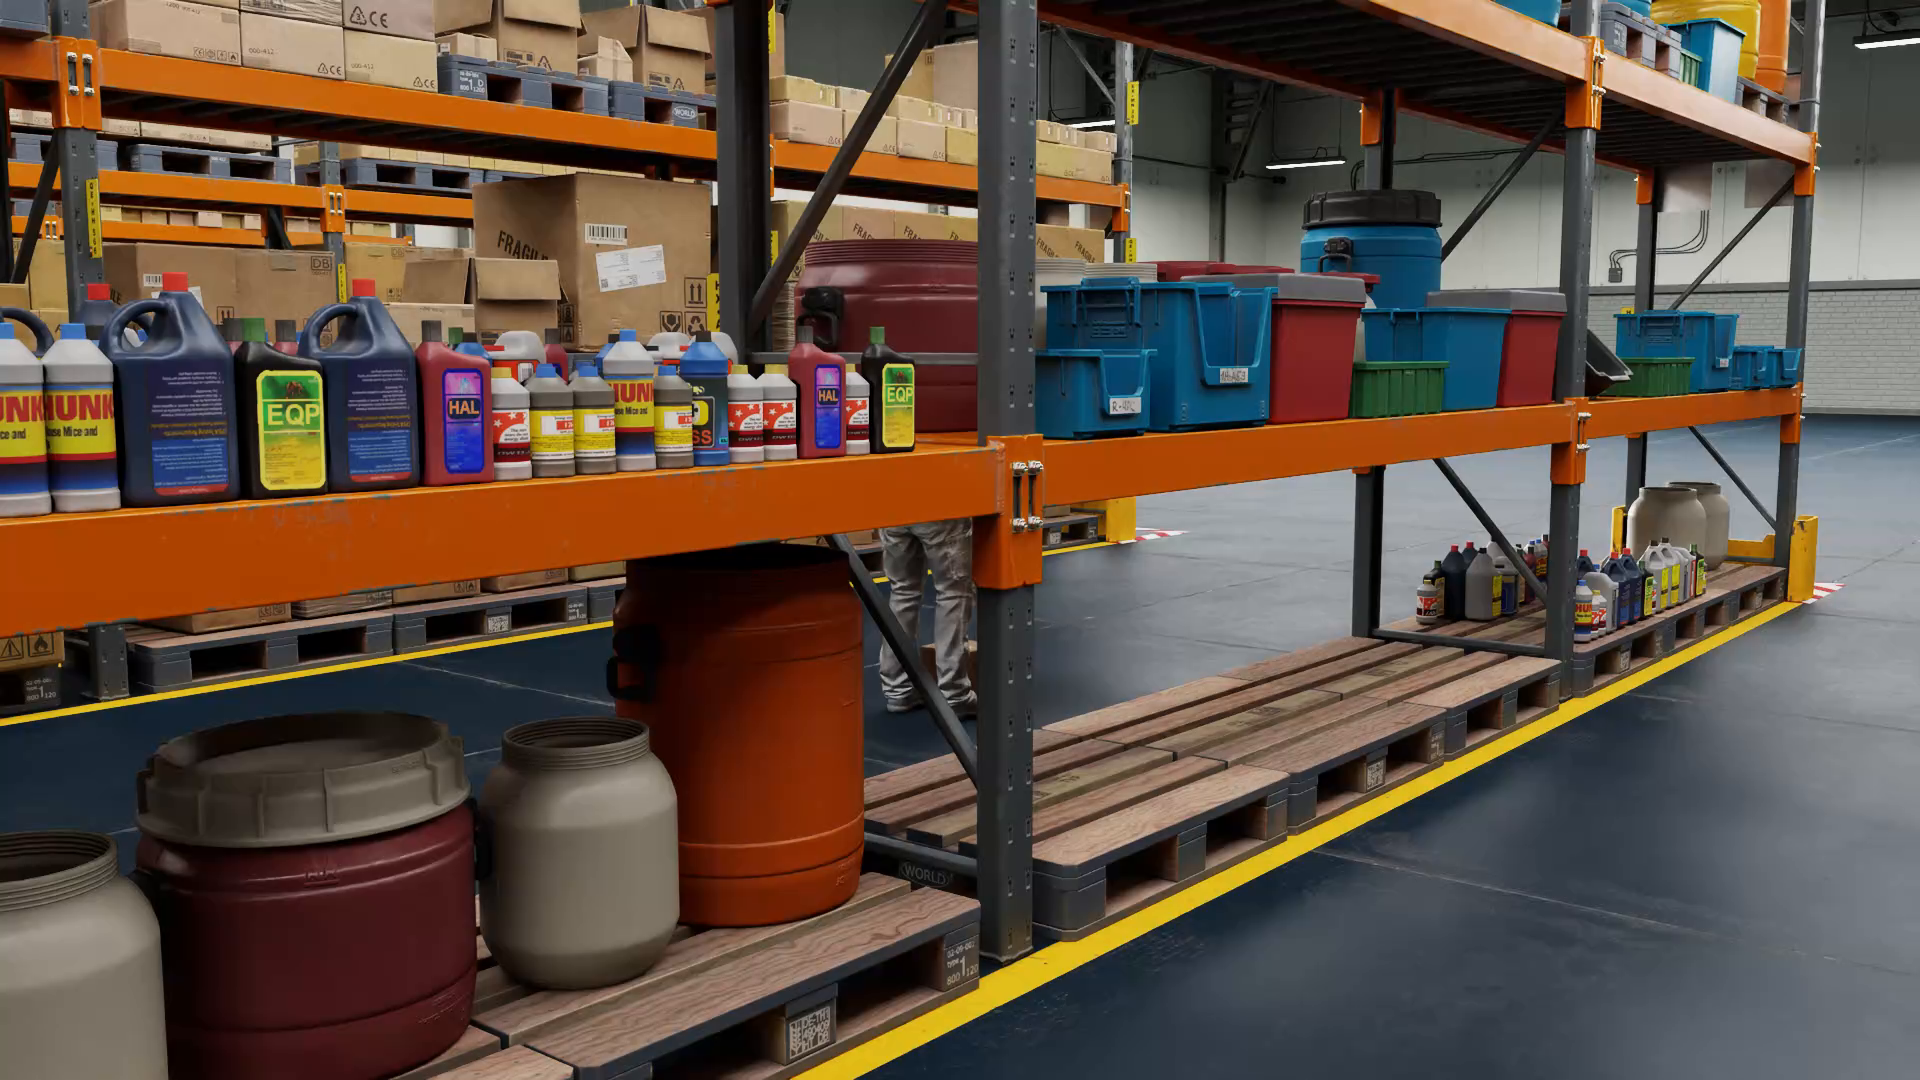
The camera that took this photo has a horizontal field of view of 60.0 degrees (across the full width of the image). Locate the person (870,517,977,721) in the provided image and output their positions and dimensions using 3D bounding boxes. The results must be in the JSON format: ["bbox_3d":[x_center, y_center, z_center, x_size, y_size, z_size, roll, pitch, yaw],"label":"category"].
[{"bbox_3d":[-0.140,-0.151,6.990,0.623,1.773,0.451,5,8,35],"label":"person"}]
